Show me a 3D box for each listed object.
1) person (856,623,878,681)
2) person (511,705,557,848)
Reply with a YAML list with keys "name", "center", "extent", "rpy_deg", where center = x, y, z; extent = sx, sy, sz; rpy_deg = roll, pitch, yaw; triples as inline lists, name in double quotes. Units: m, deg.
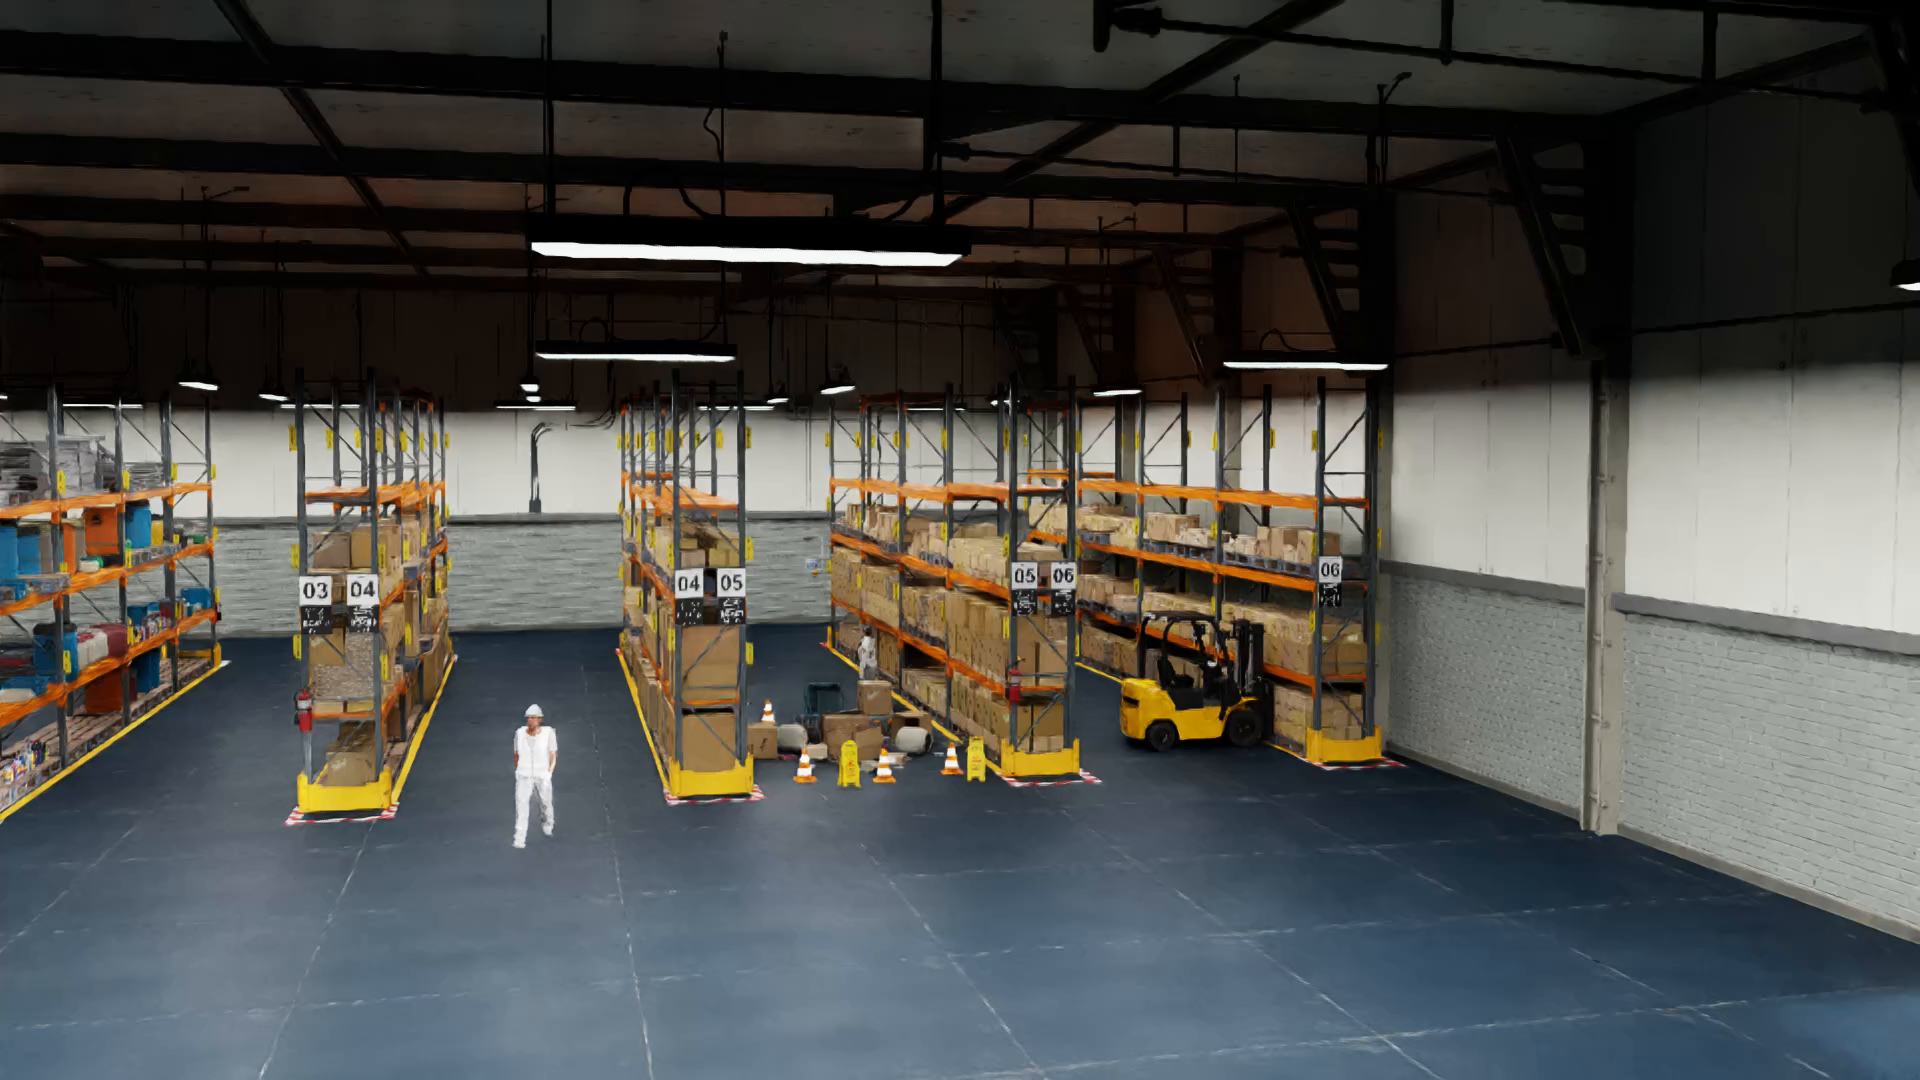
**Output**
- name: "person"
  center: [-1.708, 2.349, 30.259]
  extent: [0.543, 1.667, 0.571]
  rpy_deg: [1, 3, 10]
- name: "person"
  center: [-5.262, 2.899, 20.599]
  extent: [0.552, 1.724, 1.037]
  rpy_deg: [0, 3, -5]
